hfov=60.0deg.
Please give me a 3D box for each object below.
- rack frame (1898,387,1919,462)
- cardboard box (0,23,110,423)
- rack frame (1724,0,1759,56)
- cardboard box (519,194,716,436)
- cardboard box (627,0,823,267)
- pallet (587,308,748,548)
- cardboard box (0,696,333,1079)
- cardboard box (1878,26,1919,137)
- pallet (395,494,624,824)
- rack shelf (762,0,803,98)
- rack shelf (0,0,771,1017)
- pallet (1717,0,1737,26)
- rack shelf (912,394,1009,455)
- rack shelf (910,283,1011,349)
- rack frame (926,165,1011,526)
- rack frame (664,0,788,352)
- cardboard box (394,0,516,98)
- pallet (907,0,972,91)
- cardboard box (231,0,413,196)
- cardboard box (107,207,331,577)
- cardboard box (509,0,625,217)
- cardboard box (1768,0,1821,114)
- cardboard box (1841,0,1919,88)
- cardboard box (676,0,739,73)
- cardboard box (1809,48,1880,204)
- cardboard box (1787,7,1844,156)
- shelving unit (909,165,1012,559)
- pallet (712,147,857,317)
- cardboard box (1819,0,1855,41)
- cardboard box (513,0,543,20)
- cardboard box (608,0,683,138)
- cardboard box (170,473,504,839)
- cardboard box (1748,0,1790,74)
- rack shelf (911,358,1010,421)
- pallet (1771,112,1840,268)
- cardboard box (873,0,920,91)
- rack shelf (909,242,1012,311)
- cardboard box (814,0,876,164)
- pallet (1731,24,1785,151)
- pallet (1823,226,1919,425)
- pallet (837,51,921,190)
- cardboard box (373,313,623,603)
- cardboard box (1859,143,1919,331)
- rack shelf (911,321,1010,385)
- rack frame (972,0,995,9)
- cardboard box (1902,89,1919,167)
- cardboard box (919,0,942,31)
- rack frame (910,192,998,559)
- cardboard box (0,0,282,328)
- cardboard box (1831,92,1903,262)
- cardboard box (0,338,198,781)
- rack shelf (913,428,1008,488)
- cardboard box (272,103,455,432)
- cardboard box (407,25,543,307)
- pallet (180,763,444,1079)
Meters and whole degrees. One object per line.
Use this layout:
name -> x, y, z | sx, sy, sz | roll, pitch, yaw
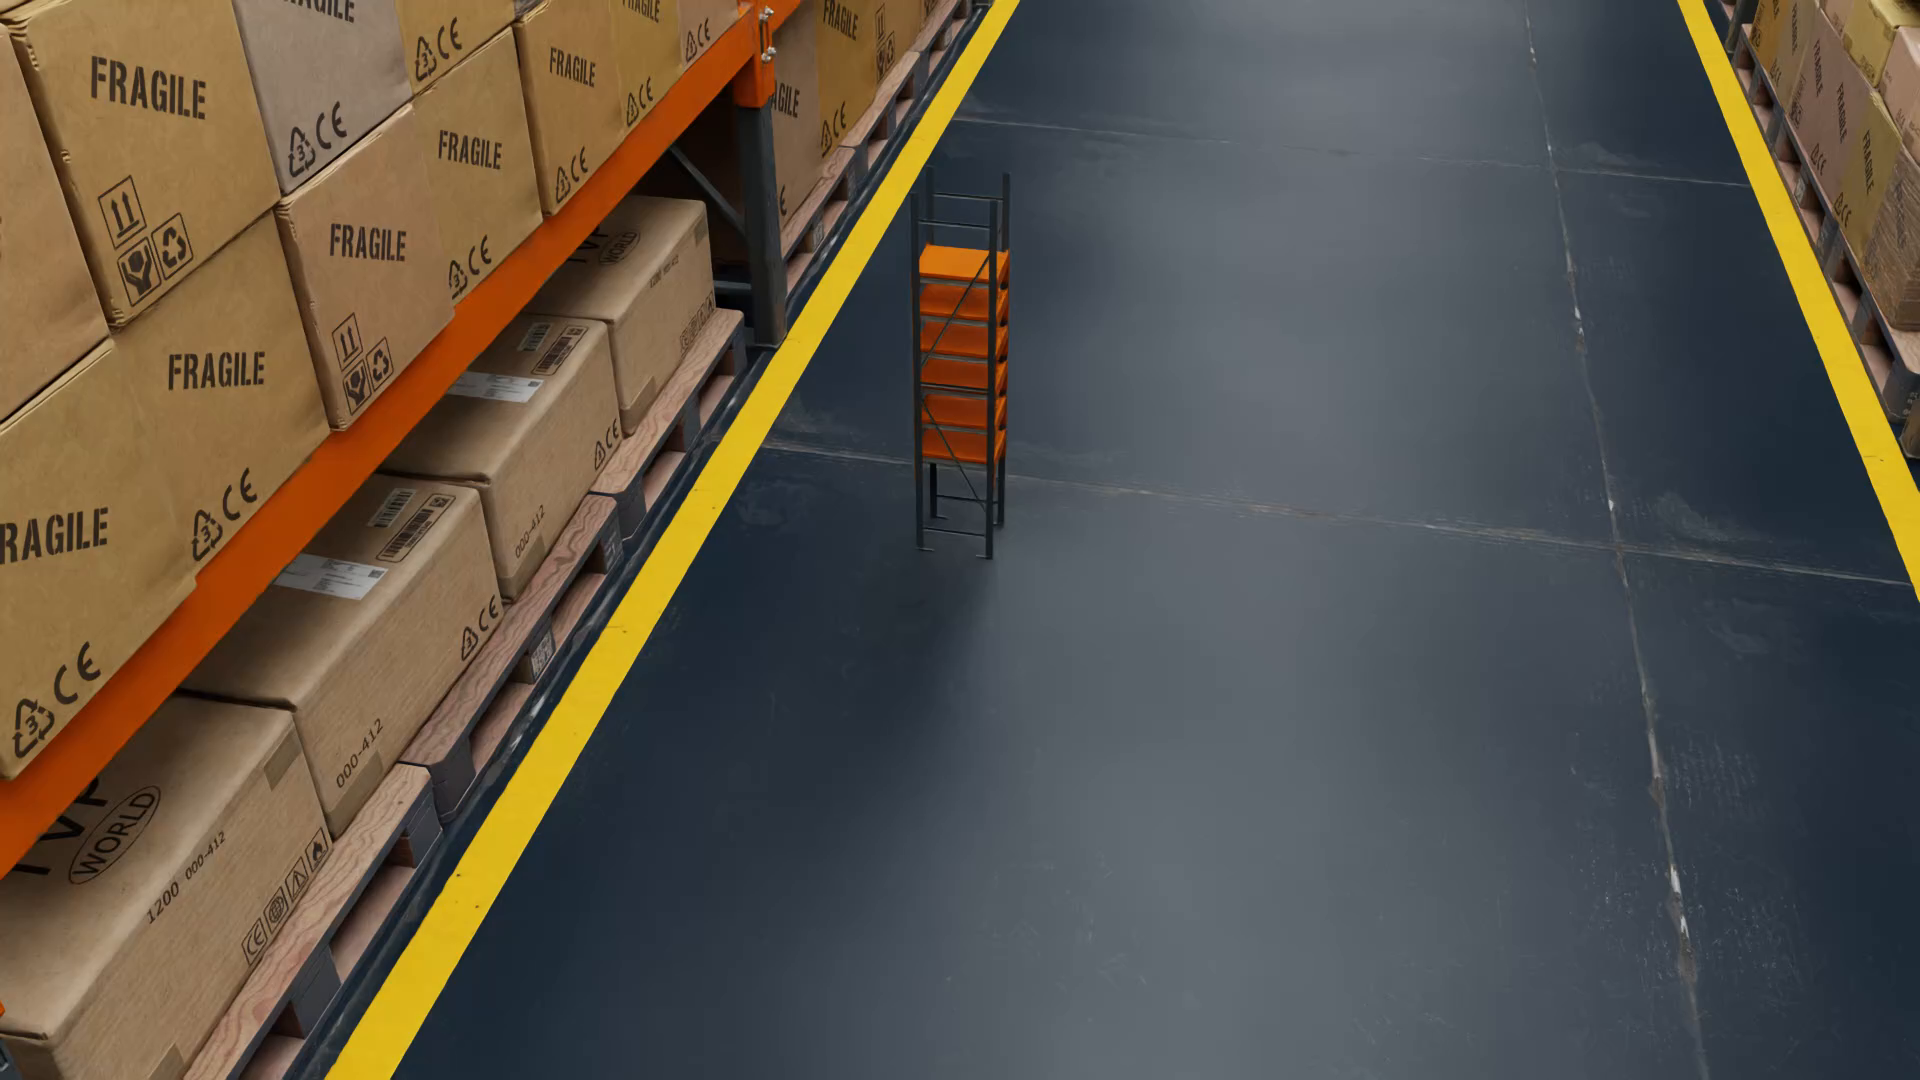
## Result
rack frame -> 3.700, -1.456, 4.703 | 1.000, 3.000, 0.127 | 7, 37, 10
cardboard box -> -1.631, -0.410, 2.323 | 0.500, 0.500, 0.500 | 7, 36, 9
rack frame -> 4.555, -3.749, 7.867 | 1.000, 3.000, 0.127 | 7, 37, 10
cardboard box -> -1.396, -0.805, 5.630 | 0.875, 0.438, 0.875 | 7, 36, 9
cardboard box -> -1.103, -1.694, 6.484 | 0.875, 0.875, 0.875 | 8, 37, 11
pallet -> -1.396, -0.464, 5.710 | 1.003, 0.211, 1.213 | 7, 37, 10
cardboard box -> -1.968, 0.751, 3.483 | 0.875, 0.438, 0.875 | 6, 36, 8
cardboard box -> 3.735, -1.669, 6.131 | 0.500, 0.250, 0.500 | 9, 37, 12
pallet -> -1.654, 0.238, 4.742 | 1.003, 0.211, 1.213 | 7, 37, 10
rack shelf -> -0.730, -2.874, 7.273 | 1.077, 0.370, 4.000 | 7, 37, 10
rack shelf -> -1.584, -0.581, 4.108 | 1.077, 0.370, 4.000 | 7, 37, 10
pallet -> 4.797, -3.063, 9.296 | 1.003, 0.211, 1.213 | 7, 37, 10
rack shelf -> 0.003, -0.361, 5.006 | 0.258, 0.103, 0.180 | 7, 37, 10
rack shelf -> 0.003, -0.652, 4.795 | 0.258, 0.103, 0.180 | 7, 37, 10
rack frame -> 0.023, -0.547, 4.982 | 0.240, 1.200, 0.006 | 7, 37, 10
rack frame -> -1.157, -2.019, 5.479 | 1.000, 3.000, 0.127 | 7, 37, 10
cardboard box -> -1.319, -1.290, 3.536 | 0.500, 0.500, 0.500 | 7, 37, 10
pallet -> -0.545, -2.740, 8.851 | 1.003, 0.211, 1.213 | 7, 37, 10
cardboard box -> -1.425, -1.004, 3.141 | 0.500, 0.500, 0.500 | 7, 37, 10
cardboard box -> -1.548, -0.299, 3.021 | 0.500, 0.500, 0.500 | 7, 36, 9
cardboard box -> -1.204, -1.176, 4.231 | 0.500, 0.500, 0.500 | 7, 36, 9
cardboard box -> 4.050, -2.245, 7.564 | 0.500, 0.500, 0.500 | 8, 37, 11
cardboard box -> 3.834, -1.974, 6.551 | 0.500, 0.250, 0.500 | 6, 36, 8
cardboard box -> -1.007, -1.761, 5.039 | 0.500, 0.500, 0.500 | 8, 37, 10
cardboard box -> 3.836, -1.658, 6.753 | 0.500, 0.500, 0.500 | 7, 36, 9
cardboard box -> 3.945, -1.950, 7.157 | 0.500, 0.500, 0.500 | 6, 36, 9
shelving unit -> 0.003, -0.494, 4.909 | 0.258, 1.200, 0.189 | 7, 37, 10
pallet -> -1.066, -1.342, 6.921 | 1.003, 0.211, 1.213 | 7, 37, 10
cardboard box -> 3.944, -2.273, 6.964 | 0.500, 0.250, 0.500 | 8, 37, 10
cardboard box -> -1.204, -1.576, 3.931 | 0.500, 0.500, 0.500 | 8, 37, 11
cardboard box -> -1.111, -1.466, 4.631 | 0.500, 0.500, 0.500 | 6, 36, 9
cardboard box -> -1.781, 0.225, 4.209 | 0.875, 0.438, 0.875 | 8, 37, 11
cardboard box -> 4.154, -2.534, 7.962 | 0.500, 0.500, 0.500 | 6, 36, 8
rack shelf -> 0.003, -0.458, 4.935 | 0.258, 0.103, 0.180 | 7, 37, 10
pallet -> 4.123, -1.475, 7.106 | 1.003, 0.211, 1.213 | 7, 37, 10
cardboard box -> -0.726, -2.725, 7.907 | 0.875, 0.875, 0.875 | 8, 37, 11
rack shelf -> 0.003, -0.750, 4.724 | 0.258, 0.103, 0.180 | 7, 37, 10
cardboard box -> -0.918, -2.213, 7.200 | 0.875, 0.875, 0.875 | 8, 37, 11
pallet -> 4.386, -2.173, 8.068 | 1.003, 0.211, 1.213 | 7, 37, 10
pallet -> 3.865, -0.774, 6.138 | 1.003, 0.211, 1.213 | 7, 37, 10
pallet -> -0.808, -2.043, 7.889 | 1.003, 0.211, 1.213 | 7, 37, 10
cardboard box -> -1.587, -0.292, 4.922 | 0.875, 0.438, 0.875 | 6, 36, 9
cardboard box -> 3.612, -1.070, 5.943 | 0.500, 0.500, 0.500 | 7, 36, 9
rack shelf -> 0.003, -0.555, 4.865 | 0.258, 0.103, 0.180 | 7, 37, 10
rack frame -> -0.303, -4.312, 8.643 | 1.000, 3.000, 0.127 | 7, 37, 10
cardboard box -> 3.612, -1.377, 5.726 | 0.500, 0.250, 0.500 | 6, 36, 9
cardboard box -> -0.531, -3.236, 8.612 | 0.875, 0.875, 0.875 | 7, 37, 10
rack frame -> -0.016, -0.442, 4.837 | 0.240, 1.200, 0.006 | 7, 37, 10
cardboard box -> -1.527, -0.707, 2.733 | 0.500, 0.500, 0.500 | 6, 36, 9
cardboard box -> 3.722, -1.364, 6.348 | 0.500, 0.500, 0.500 | 6, 36, 9
cardboard box -> -1.629, -0.005, 2.616 | 0.500, 0.500, 0.500 | 7, 37, 10
rack shelf -> 0.003, -0.264, 5.076 | 0.258, 0.103, 0.180 | 7, 37, 10
cardboard box -> -1.421, -0.588, 3.420 | 0.500, 0.500, 0.500 | 7, 37, 10
cardboard box -> -1.331, -0.877, 3.819 | 0.500, 0.500, 0.500 | 8, 37, 12
pallet -> -1.917, 0.935, 3.780 | 1.003, 0.211, 1.213 | 7, 37, 10
